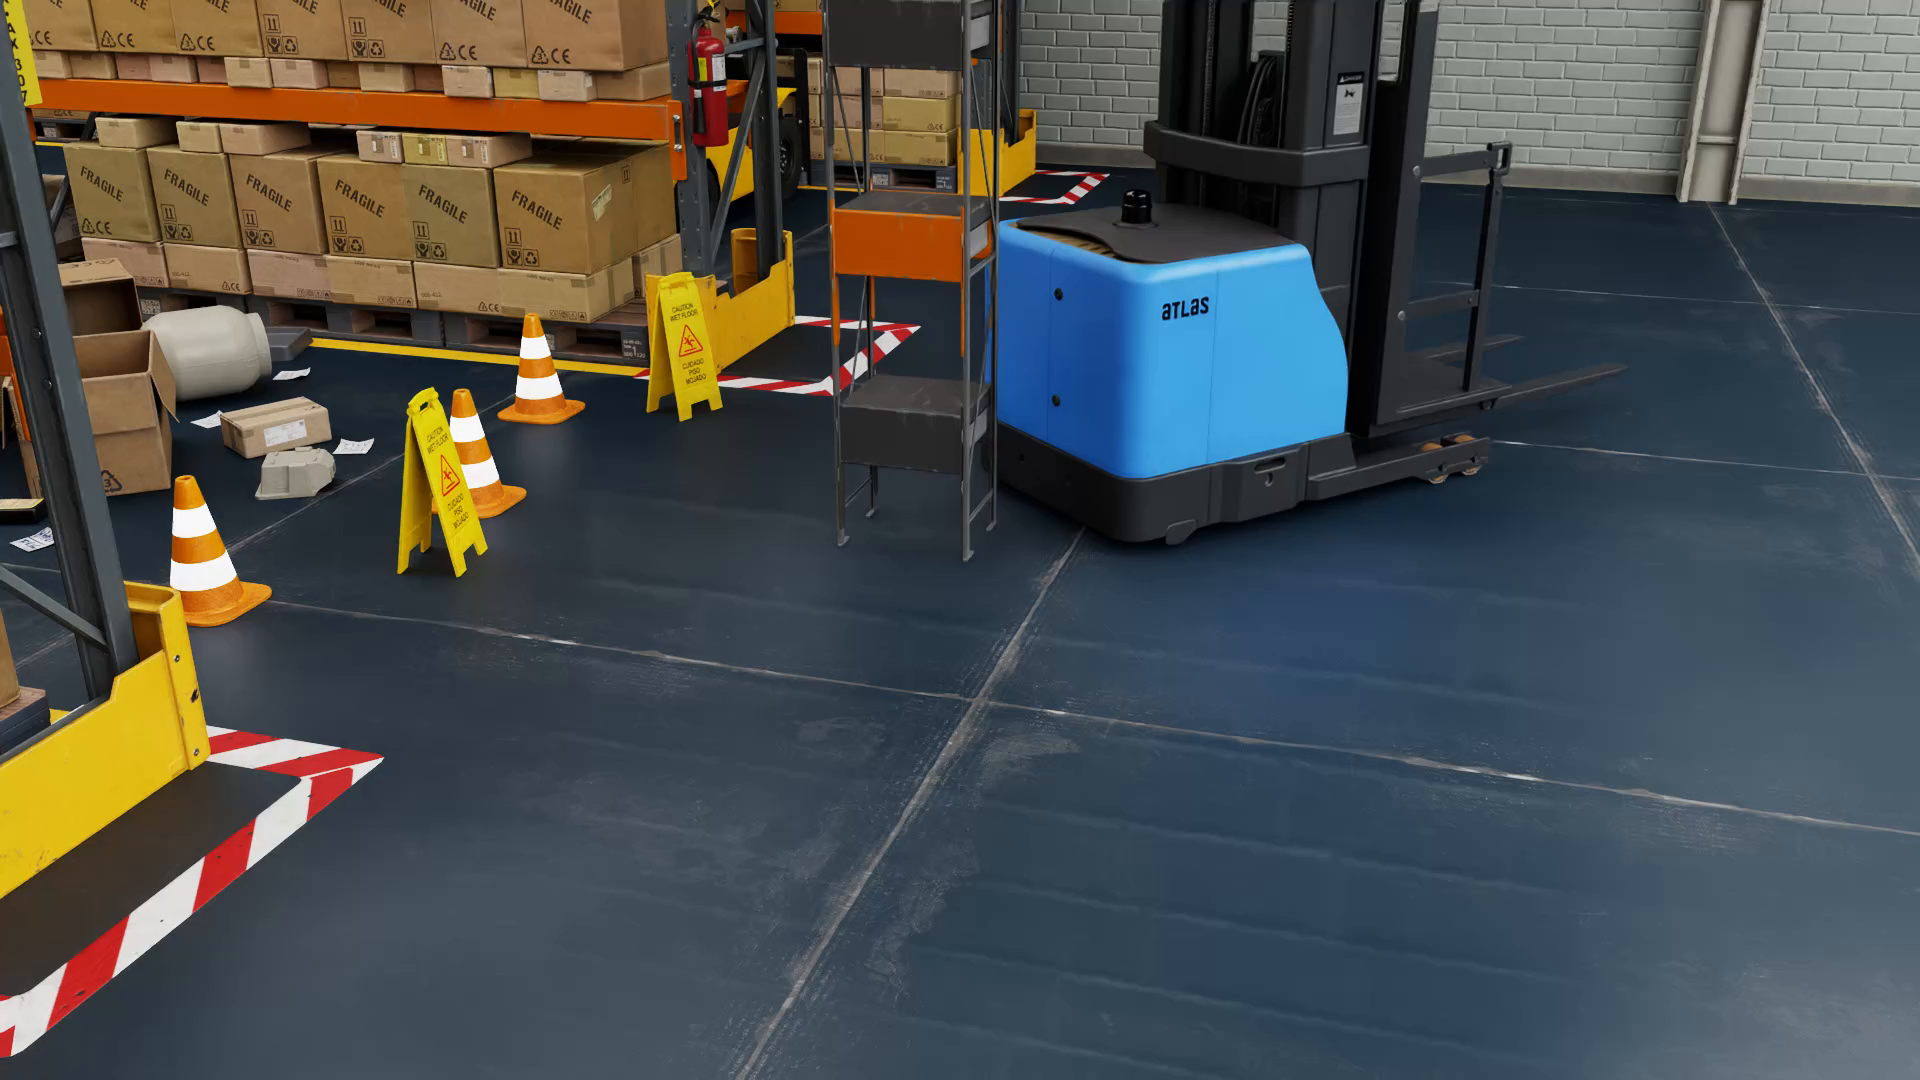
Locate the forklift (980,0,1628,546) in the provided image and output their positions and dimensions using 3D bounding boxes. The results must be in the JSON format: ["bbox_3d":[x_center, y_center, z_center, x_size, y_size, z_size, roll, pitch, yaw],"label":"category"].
[{"bbox_3d":[1.603,-1.741,6.652,3.031,2.935,1.130,-14,26,-30],"label":"forklift"}]

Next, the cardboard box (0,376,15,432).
[{"bbox_3d":[-4.466,-0.683,7.093,0.503,0.637,0.797,7,23,16],"label":"cardboard box"}]

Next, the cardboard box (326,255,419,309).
[{"bbox_3d":[-3.003,-1.431,8.875,0.500,0.250,0.500,6,23,14],"label":"cardboard box"}]

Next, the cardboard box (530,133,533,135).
[{"bbox_3d":[-3.187,-3.394,13.661,0.500,0.250,0.500,7,23,16],"label":"cardboard box"}]

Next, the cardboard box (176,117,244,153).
[{"bbox_3d":[-3.903,-2.157,8.802,0.250,0.149,0.380,7,23,18],"label":"cardboard box"}]

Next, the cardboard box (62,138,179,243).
[{"bbox_3d":[-4.498,-1.948,9.147,0.500,0.500,0.500,8,24,18],"label":"cardboard box"}]

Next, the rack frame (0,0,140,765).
[{"bbox_3d":[-2.489,-0.593,3.764,0.127,3.000,1.000,7,23,16],"label":"rack frame"}]

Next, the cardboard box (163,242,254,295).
[{"bbox_3d":[-3.984,-1.546,9.157,0.500,0.250,0.500,8,24,19],"label":"cardboard box"}]

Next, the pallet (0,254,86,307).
[{"bbox_3d":[-5.731,-1.636,9.980,1.213,0.211,1.003,7,23,16],"label":"pallet"}]

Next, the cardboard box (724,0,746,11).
[{"bbox_3d":[-1.742,-4.379,12.861,0.500,0.500,0.500,7,23,16],"label":"cardboard box"}]

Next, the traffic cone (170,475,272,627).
[{"bbox_3d":[-2.587,0.006,5.645,0.334,0.463,0.336,7,23,16],"label":"traffic cone"}]

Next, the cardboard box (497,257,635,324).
[{"bbox_3d":[-2.030,-1.318,8.601,0.500,0.250,0.500,6,23,15],"label":"cardboard box"}]

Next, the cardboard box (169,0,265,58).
[{"bbox_3d":[-3.680,-2.769,8.545,0.500,0.500,0.500,6,23,15],"label":"cardboard box"}]

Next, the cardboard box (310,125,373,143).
[{"bbox_3d":[-3.365,-2.032,9.354,0.500,0.500,0.500,8,24,18],"label":"cardboard box"}]

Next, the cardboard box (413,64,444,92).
[{"bbox_3d":[-2.549,-2.370,8.425,0.250,0.149,0.380,7,23,16],"label":"cardboard box"}]

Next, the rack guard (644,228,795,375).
[{"bbox_3d":[-1.228,-1.255,8.670,0.348,0.500,1.175,7,23,16],"label":"rack guard"}]

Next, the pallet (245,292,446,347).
[{"bbox_3d":[-3.160,-1.357,9.301,1.213,0.211,1.003,7,23,16],"label":"pallet"}]

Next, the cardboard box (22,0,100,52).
[{"bbox_3d":[-4.644,-2.876,8.804,0.500,0.500,0.500,6,23,15],"label":"cardboard box"}]

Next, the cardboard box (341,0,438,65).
[{"bbox_3d":[-2.711,-2.659,8.275,0.500,0.500,0.500,6,23,15],"label":"cardboard box"}]

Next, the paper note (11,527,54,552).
[{"bbox_3d":[-3.460,-0.003,6.239,0.142,0.017,0.144,16,27,34],"label":"paper note"}]

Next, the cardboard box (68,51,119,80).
[{"bbox_3d":[-4.519,-2.565,8.902,0.250,0.149,0.380,7,23,17],"label":"cardboard box"}]

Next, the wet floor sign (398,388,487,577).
[{"bbox_3d":[-1.889,-0.220,5.957,0.232,0.644,0.267,3,22,6],"label":"wet floor sign"}]

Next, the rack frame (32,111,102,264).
[{"bbox_3d":[-4.985,-2.841,9.244,0.127,3.000,1.000,7,23,16],"label":"rack frame"}]

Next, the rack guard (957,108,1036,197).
[{"bbox_3d":[0.298,-3.048,13.041,0.348,0.500,1.175,7,23,16],"label":"rack guard"}]

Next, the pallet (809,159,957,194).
[{"bbox_3d":[-0.470,-2.985,13.269,1.213,0.211,1.003,7,23,16],"label":"pallet"}]

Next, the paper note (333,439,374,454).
[{"bbox_3d":[-2.636,-0.410,7.228,0.142,0.019,0.148,-1,22,-3],"label":"paper note"}]

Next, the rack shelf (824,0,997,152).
[{"bbox_3d":[-0.158,-1.625,5.655,0.480,0.518,0.431,7,23,16],"label":"rack shelf"}]

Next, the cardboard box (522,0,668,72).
[{"bbox_3d":[-1.755,-2.546,8.001,0.500,0.500,0.500,6,23,15],"label":"cardboard box"}]

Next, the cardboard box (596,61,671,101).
[{"bbox_3d":[-1.575,-2.250,8.133,0.250,0.149,0.380,7,23,17],"label":"cardboard box"}]

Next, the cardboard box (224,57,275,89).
[{"bbox_3d":[-3.554,-2.430,8.573,0.250,0.149,0.380,7,23,16],"label":"cardboard box"}]

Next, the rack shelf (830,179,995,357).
[{"bbox_3d":[-0.158,-0.977,5.921,0.480,0.518,0.431,7,23,16],"label":"rack shelf"}]

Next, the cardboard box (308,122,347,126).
[{"bbox_3d":[-5.519,-3.963,14.556,0.625,0.625,0.875,6,23,13],"label":"cardboard box"}]

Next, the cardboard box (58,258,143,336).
[{"bbox_3d":[-4.352,-1.074,8.227,0.500,0.500,0.500,-14,26,-30],"label":"cardboard box"}]

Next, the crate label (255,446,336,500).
[{"bbox_3d":[-2.706,-0.280,6.772,0.298,0.136,0.250,-5,23,-12],"label":"crate label"}]

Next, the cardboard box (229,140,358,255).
[{"bbox_3d":[-3.486,-1.836,8.874,0.500,0.500,0.500,8,24,18],"label":"cardboard box"}]

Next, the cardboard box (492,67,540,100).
[{"bbox_3d":[-2.089,-2.273,8.190,0.250,0.149,0.380,6,23,15],"label":"cardboard box"}]

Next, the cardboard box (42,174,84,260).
[{"bbox_3d":[-5.488,-1.876,9.801,0.625,0.372,0.950,7,23,16],"label":"cardboard box"}]

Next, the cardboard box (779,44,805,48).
[{"bbox_3d":[-1.575,-3.884,13.538,0.500,0.250,0.500,6,23,14],"label":"cardboard box"}]

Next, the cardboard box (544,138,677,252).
[{"bbox_3d":[-1.871,-1.863,8.941,0.500,0.500,0.500,6,23,14],"label":"cardboard box"}]

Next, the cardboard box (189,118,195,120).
[{"bbox_3d":[-4.341,-2.143,9.624,0.500,0.500,0.500,6,23,15],"label":"cardboard box"}]

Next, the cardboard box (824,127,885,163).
[{"bbox_3d":[-0.740,-3.123,13.002,0.500,0.250,0.500,7,23,15],"label":"cardboard box"}]

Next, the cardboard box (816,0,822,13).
[{"bbox_3d":[-0.766,-4.272,12.600,0.500,0.500,0.500,7,23,17],"label":"cardboard box"}]

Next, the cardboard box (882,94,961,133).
[{"bbox_3d":[-0.282,-3.300,12.773,0.500,0.250,0.500,6,23,15],"label":"cardboard box"}]

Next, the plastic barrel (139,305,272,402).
[{"bbox_3d":[-3.570,-0.887,7.875,0.512,0.421,0.421,-14,26,-30],"label":"plastic barrel"}]

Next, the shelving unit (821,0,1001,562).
[{"bbox_3d":[-0.158,-0.990,5.916,0.503,2.100,0.431,7,23,16],"label":"shelving unit"}]

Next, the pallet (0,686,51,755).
[{"bbox_3d":[-3.277,0.638,4.437,1.213,0.211,1.003,7,23,15],"label":"pallet"}]

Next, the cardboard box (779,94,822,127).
[{"bbox_3d":[-1.259,-3.408,13.036,0.500,0.250,0.500,6,23,14],"label":"cardboard box"}]

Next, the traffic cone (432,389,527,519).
[{"bbox_3d":[-1.935,-0.367,6.555,0.334,0.463,0.336,7,23,16],"label":"traffic cone"}]

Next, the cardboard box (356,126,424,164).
[{"bbox_3d":[-2.860,-2.039,8.516,0.250,0.149,0.380,8,23,18],"label":"cardboard box"}]

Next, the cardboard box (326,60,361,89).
[{"bbox_3d":[-3.033,-2.424,8.559,0.250,0.149,0.380,7,23,16],"label":"cardboard box"}]

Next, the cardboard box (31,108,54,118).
[{"bbox_3d":[-8.327,-4.148,15.171,0.500,0.500,0.500,6,23,15],"label":"cardboard box"}]

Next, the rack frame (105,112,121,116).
[{"bbox_3d":[-7.384,-5.084,14.711,0.127,3.000,1.000,7,23,16],"label":"rack frame"}]

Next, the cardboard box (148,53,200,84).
[{"bbox_3d":[-4.030,-2.507,8.761,0.250,0.149,0.380,7,23,17],"label":"cardboard box"}]

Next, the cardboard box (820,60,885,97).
[{"bbox_3d":[-0.747,-3.582,12.803,0.500,0.250,0.500,7,23,16],"label":"cardboard box"}]

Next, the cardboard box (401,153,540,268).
[{"bbox_3d":[-2.499,-1.721,8.595,0.500,0.500,0.500,7,23,17],"label":"cardboard box"}]

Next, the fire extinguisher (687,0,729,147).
[{"bbox_3d":[-1.179,-2.187,7.751,0.183,0.674,0.296,7,23,16],"label":"fire extinguisher"}]

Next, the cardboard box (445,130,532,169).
[{"bbox_3d":[-2.369,-1.981,8.374,0.250,0.149,0.380,7,23,17],"label":"cardboard box"}]

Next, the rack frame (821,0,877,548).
[{"bbox_3d":[-0.392,-1.016,5.981,0.015,2.100,0.400,7,23,16],"label":"rack frame"}]

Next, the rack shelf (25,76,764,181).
[{"bbox_3d":[-3.070,-2.289,8.846,4.000,0.370,1.077,7,23,16],"label":"rack shelf"}]
